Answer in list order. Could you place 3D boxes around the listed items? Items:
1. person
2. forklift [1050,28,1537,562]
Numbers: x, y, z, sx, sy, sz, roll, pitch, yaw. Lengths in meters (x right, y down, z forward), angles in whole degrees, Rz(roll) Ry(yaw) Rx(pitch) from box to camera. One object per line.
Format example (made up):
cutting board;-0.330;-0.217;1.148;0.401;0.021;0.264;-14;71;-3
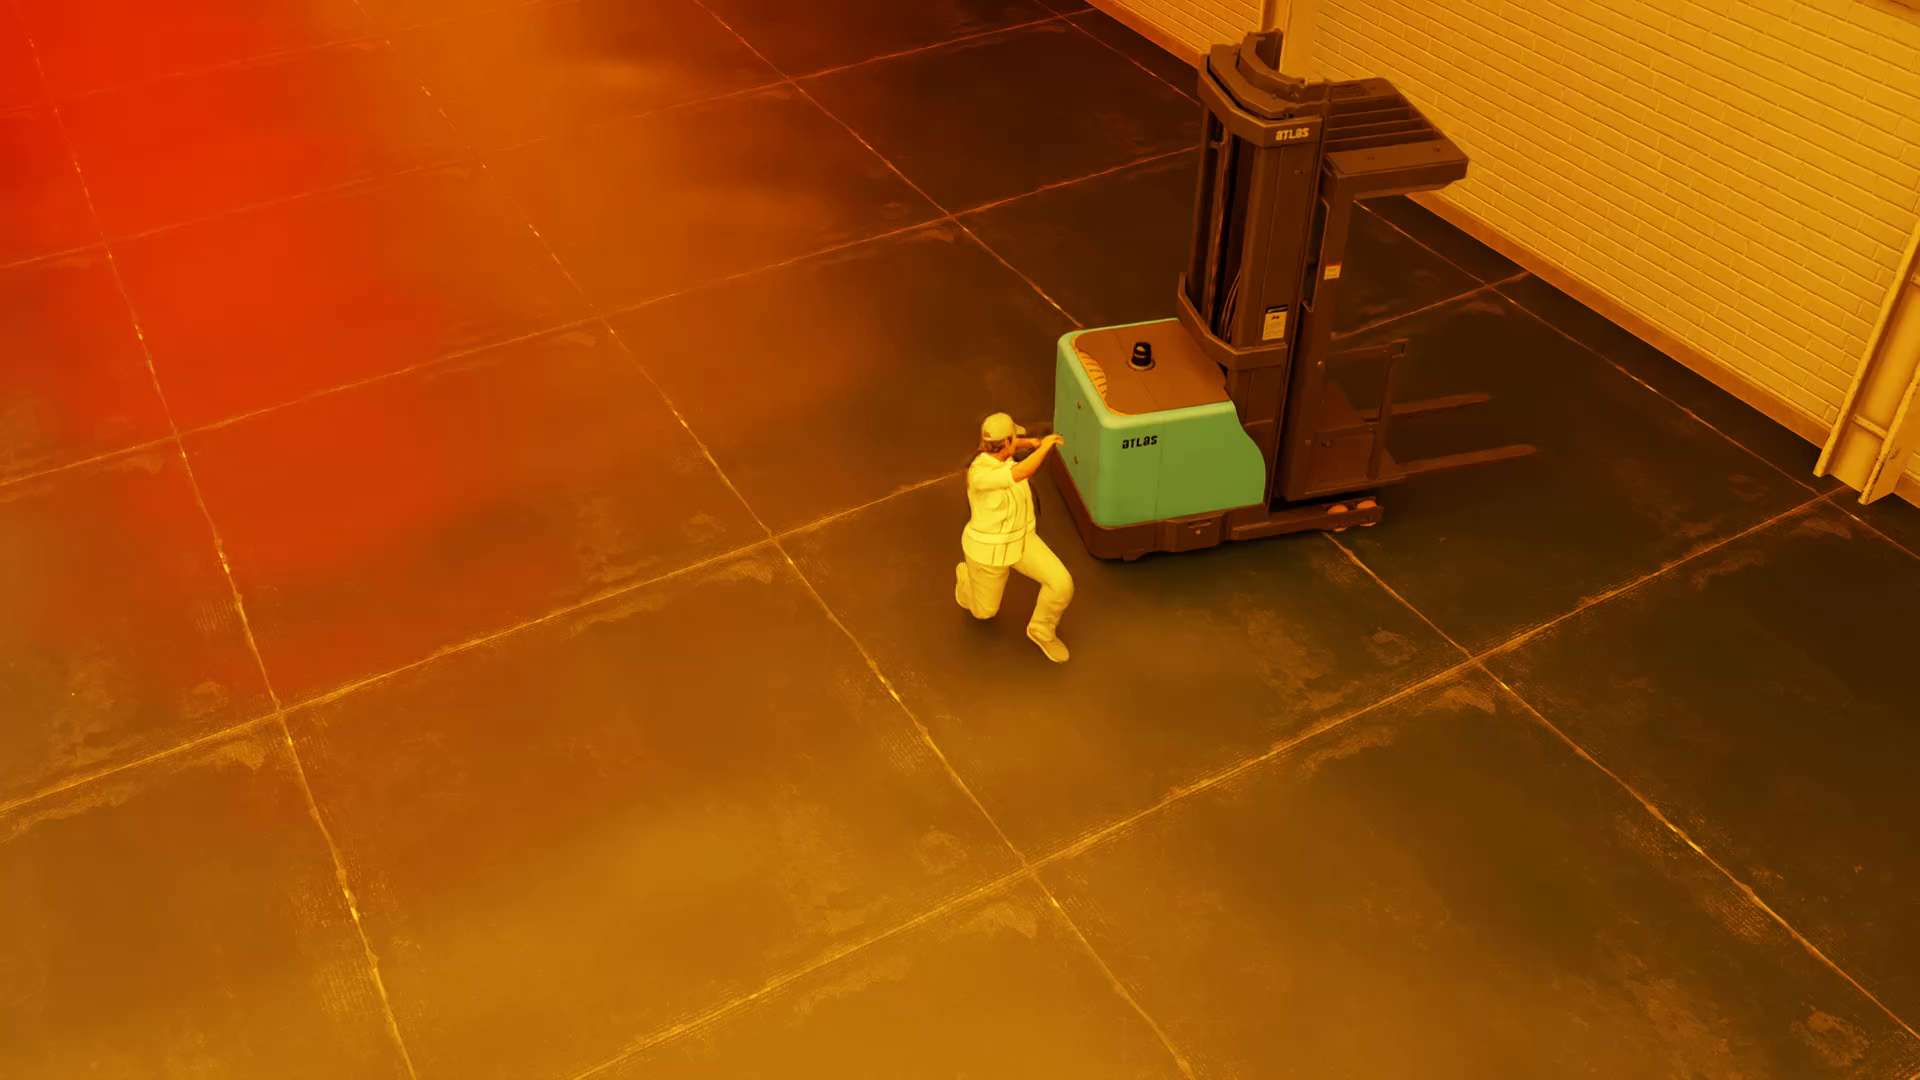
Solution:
person;0.416;-0.120;9.413;0.929;1.386;0.922;32;49;33
forklift;2.157;-1.501;9.845;3.031;2.935;1.130;-9;41;-11
